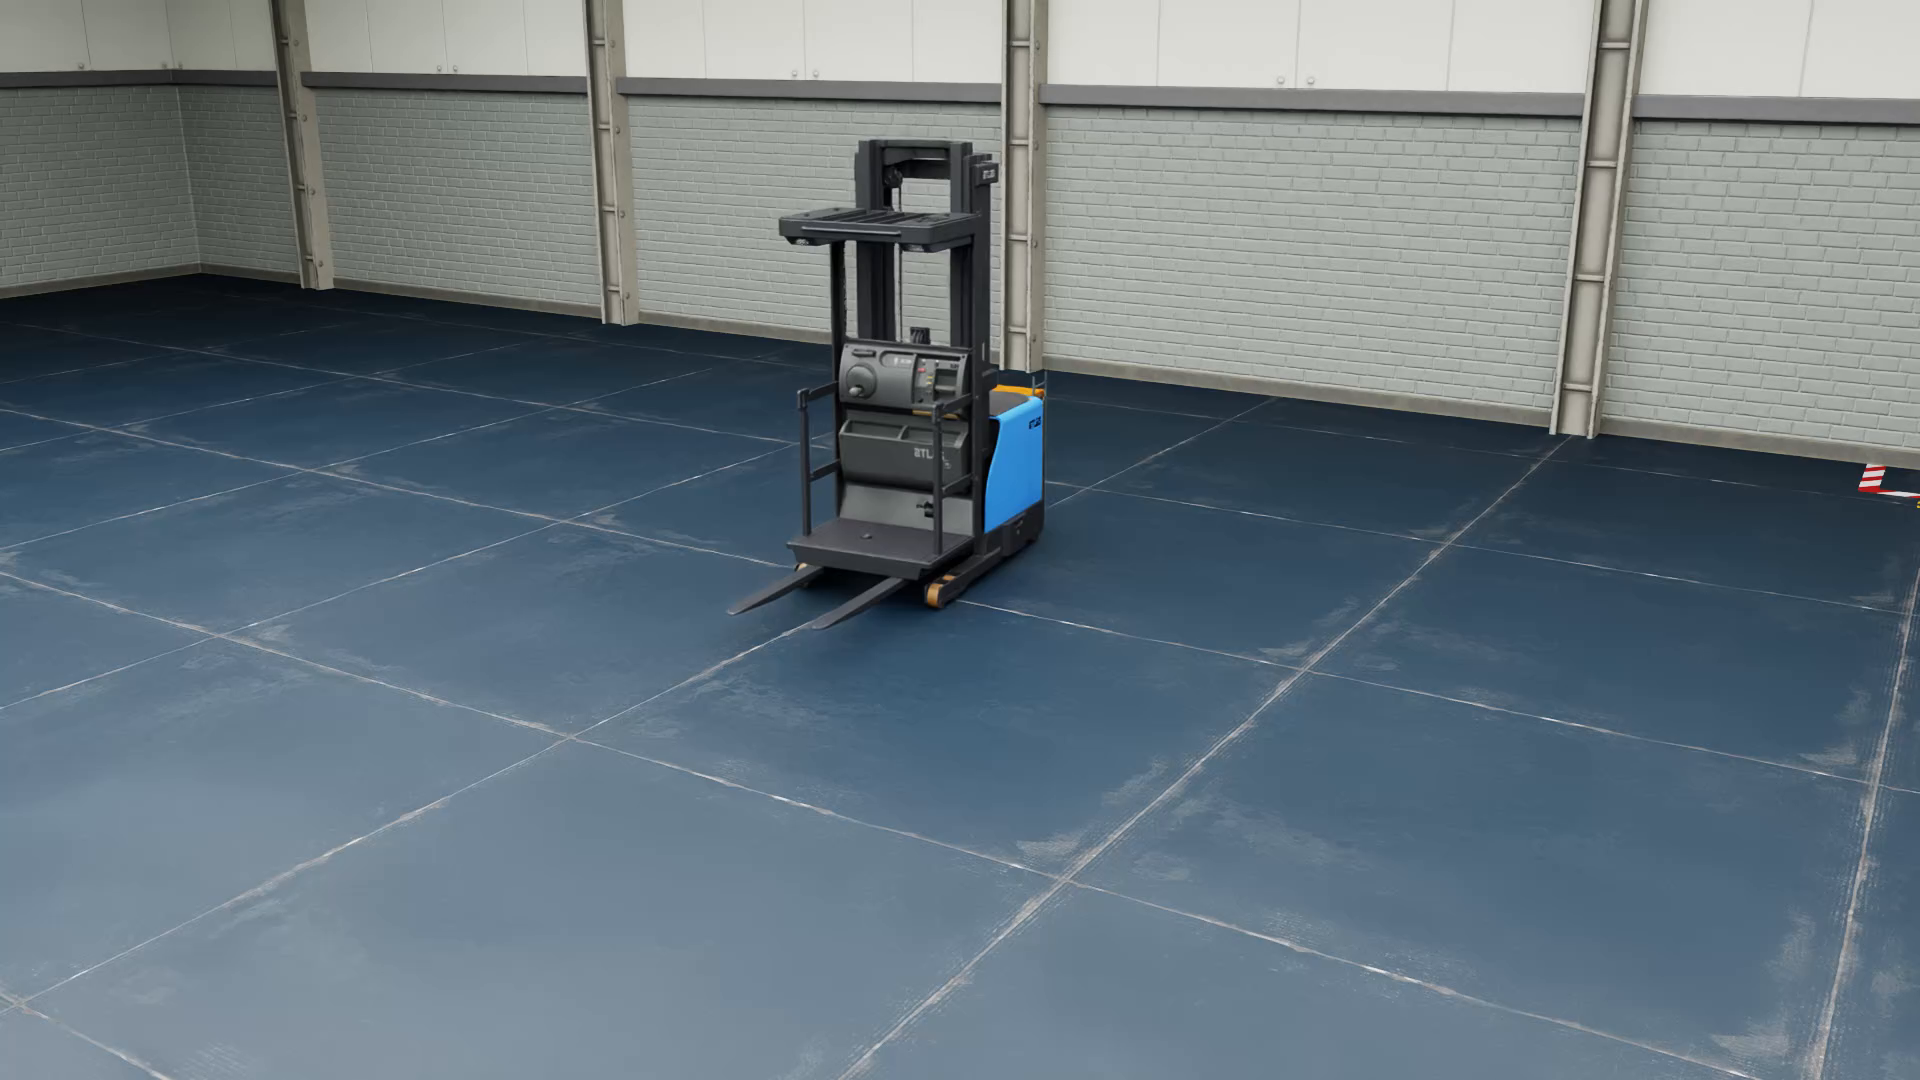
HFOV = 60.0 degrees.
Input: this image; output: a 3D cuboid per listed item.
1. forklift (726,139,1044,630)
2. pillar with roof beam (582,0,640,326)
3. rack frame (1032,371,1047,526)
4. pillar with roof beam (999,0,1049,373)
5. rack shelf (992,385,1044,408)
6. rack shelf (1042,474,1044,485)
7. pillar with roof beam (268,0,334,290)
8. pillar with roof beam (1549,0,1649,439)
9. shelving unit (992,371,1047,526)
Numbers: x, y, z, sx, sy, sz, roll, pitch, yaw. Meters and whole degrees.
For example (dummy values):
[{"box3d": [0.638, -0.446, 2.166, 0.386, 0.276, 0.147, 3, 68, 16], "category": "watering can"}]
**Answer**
[{"box3d": [-0.475, -1.099, 10.956, 1.130, 2.935, 3.031, 8, 19, 25], "category": "forklift"}, {"box3d": [-6.676, -6.073, 16.893, 0.400, 9.000, 9.100, 10, 20, 30], "category": "pillar with roof beam"}, {"box3d": [0.591, -0.658, 12.482, 0.015, 1.200, 0.240, 8, 19, 25], "category": "rack frame"}, {"box3d": [-1.563, -5.161, 13.888, 0.400, 9.000, 9.100, 10, 20, 30], "category": "pillar with roof beam"}, {"box3d": [0.372, -1.065, 12.469, 0.480, 0.148, 0.258, 8, 19, 25], "category": "rack shelf"}, {"box3d": [0.372, -0.434, 12.661, 0.480, 0.148, 0.258, 8, 19, 25], "category": "rack shelf"}, {"box3d": [-11.789, -6.986, 19.897, 0.400, 9.000, 9.100, 10, 20, 30], "category": "pillar with roof beam"}, {"box3d": [3.549, -4.248, 10.884, 0.400, 9.000, 9.100, 10, 20, 30], "category": "pillar with roof beam"}, {"box3d": [0.372, -0.689, 12.583, 0.503, 1.200, 0.258, 8, 19, 25], "category": "shelving unit"}]
